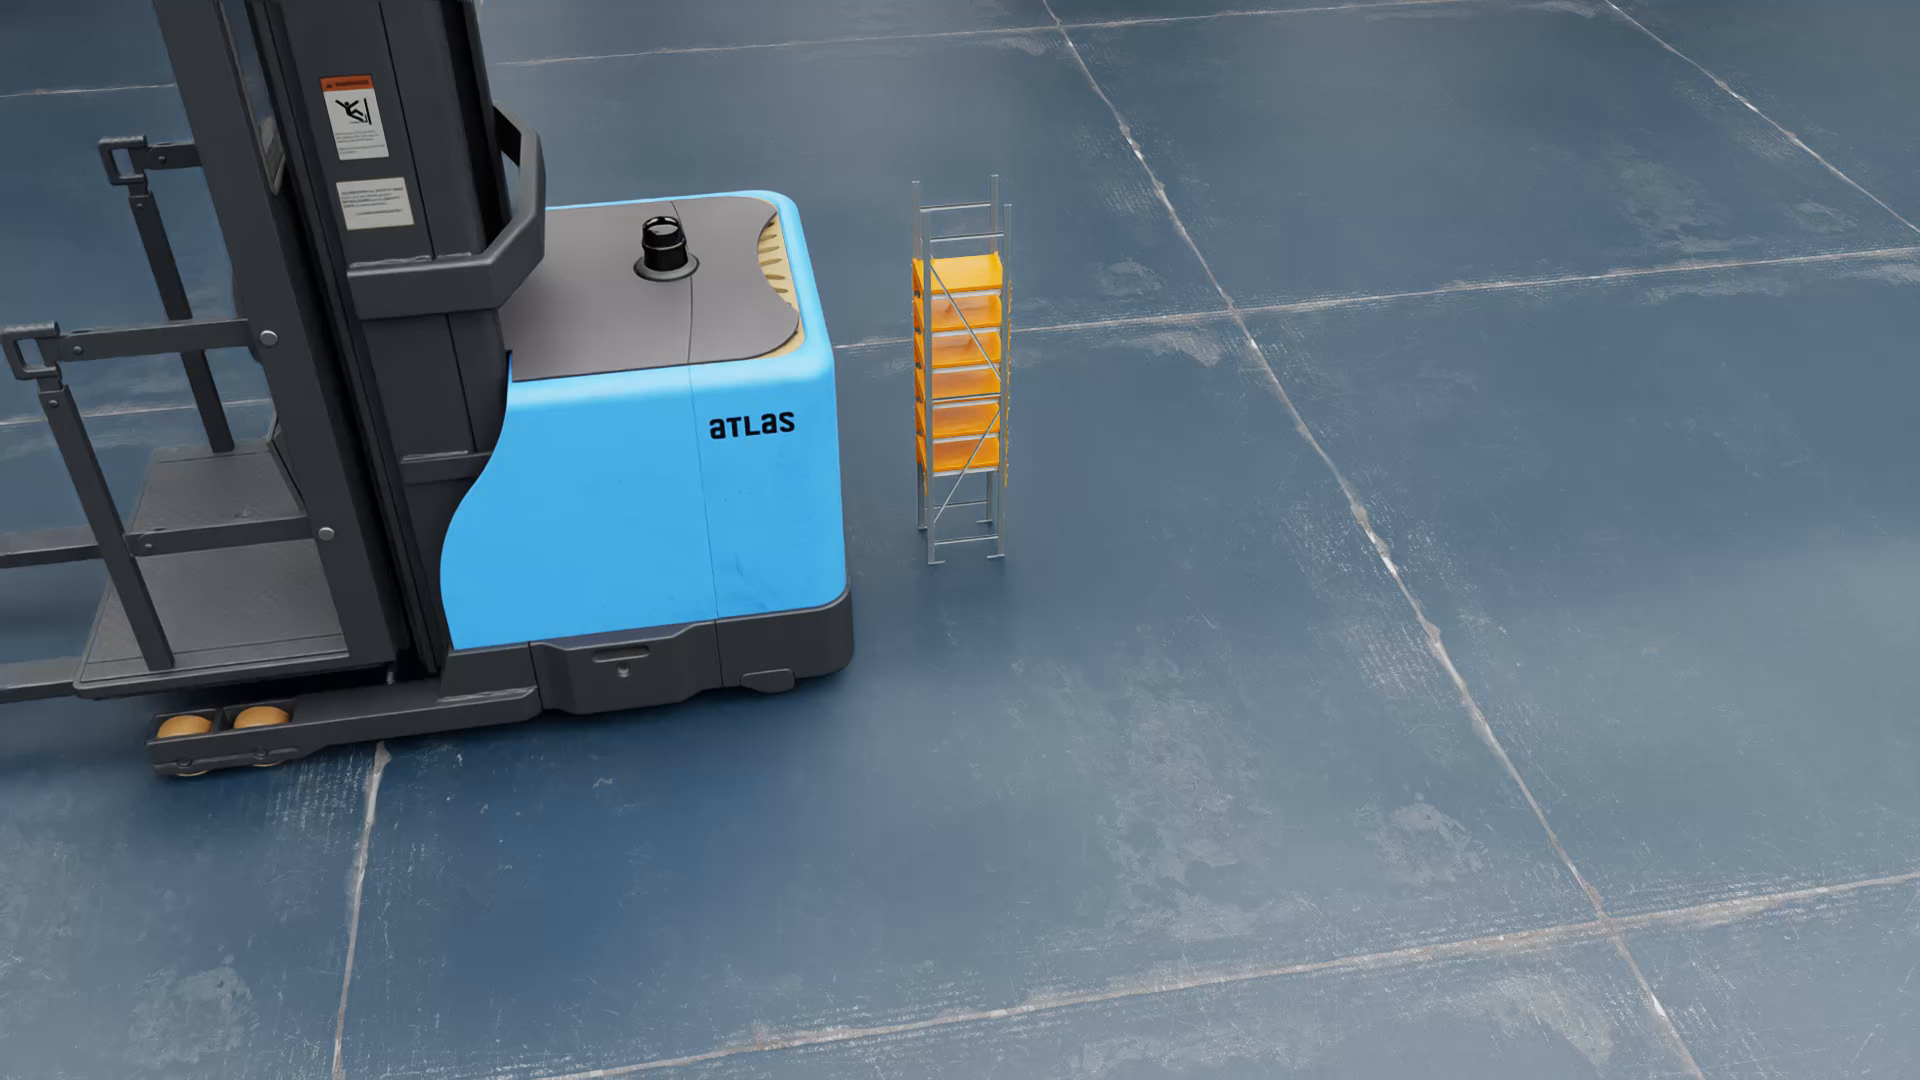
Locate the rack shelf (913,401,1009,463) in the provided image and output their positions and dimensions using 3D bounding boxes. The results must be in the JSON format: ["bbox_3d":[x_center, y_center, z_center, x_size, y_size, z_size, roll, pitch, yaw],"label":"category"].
[{"bbox_3d":[0.003,-0.335,4.972,0.258,0.103,0.180,-6,38,-8],"label":"rack shelf"}]

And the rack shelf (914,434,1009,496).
[{"bbox_3d":[0.003,-0.240,5.045,0.258,0.103,0.180,-6,38,-8],"label":"rack shelf"}]

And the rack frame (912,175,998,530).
[{"bbox_3d":[-0.014,-0.520,4.942,0.240,1.200,0.006,-6,38,-8],"label":"rack frame"}]

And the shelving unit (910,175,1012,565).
[{"bbox_3d":[0.003,-0.465,4.871,0.258,1.200,0.189,-6,38,-8],"label":"shelving unit"}]

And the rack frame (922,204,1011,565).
[{"bbox_3d":[0.019,-0.410,4.800,0.240,1.200,0.006,-6,38,-8],"label":"rack frame"}]

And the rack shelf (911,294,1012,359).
[{"bbox_3d":[0.003,-0.620,4.751,0.258,0.103,0.180,-6,38,-8],"label":"rack shelf"}]

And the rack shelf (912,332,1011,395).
[{"bbox_3d":[0.003,-0.525,4.824,0.258,0.103,0.180,-6,38,-8],"label":"rack shelf"}]

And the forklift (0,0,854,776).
[{"bbox_3d":[-1.869,-0.879,3.993,3.031,2.935,1.130,-7,38,-8],"label":"forklift"}]

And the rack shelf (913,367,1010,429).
[{"bbox_3d":[0.003,-0.430,4.898,0.258,0.103,0.180,-6,38,-8],"label":"rack shelf"}]

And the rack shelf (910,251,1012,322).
[{"bbox_3d":[0.003,-0.714,4.677,0.258,0.103,0.180,-6,38,-8],"label":"rack shelf"}]
